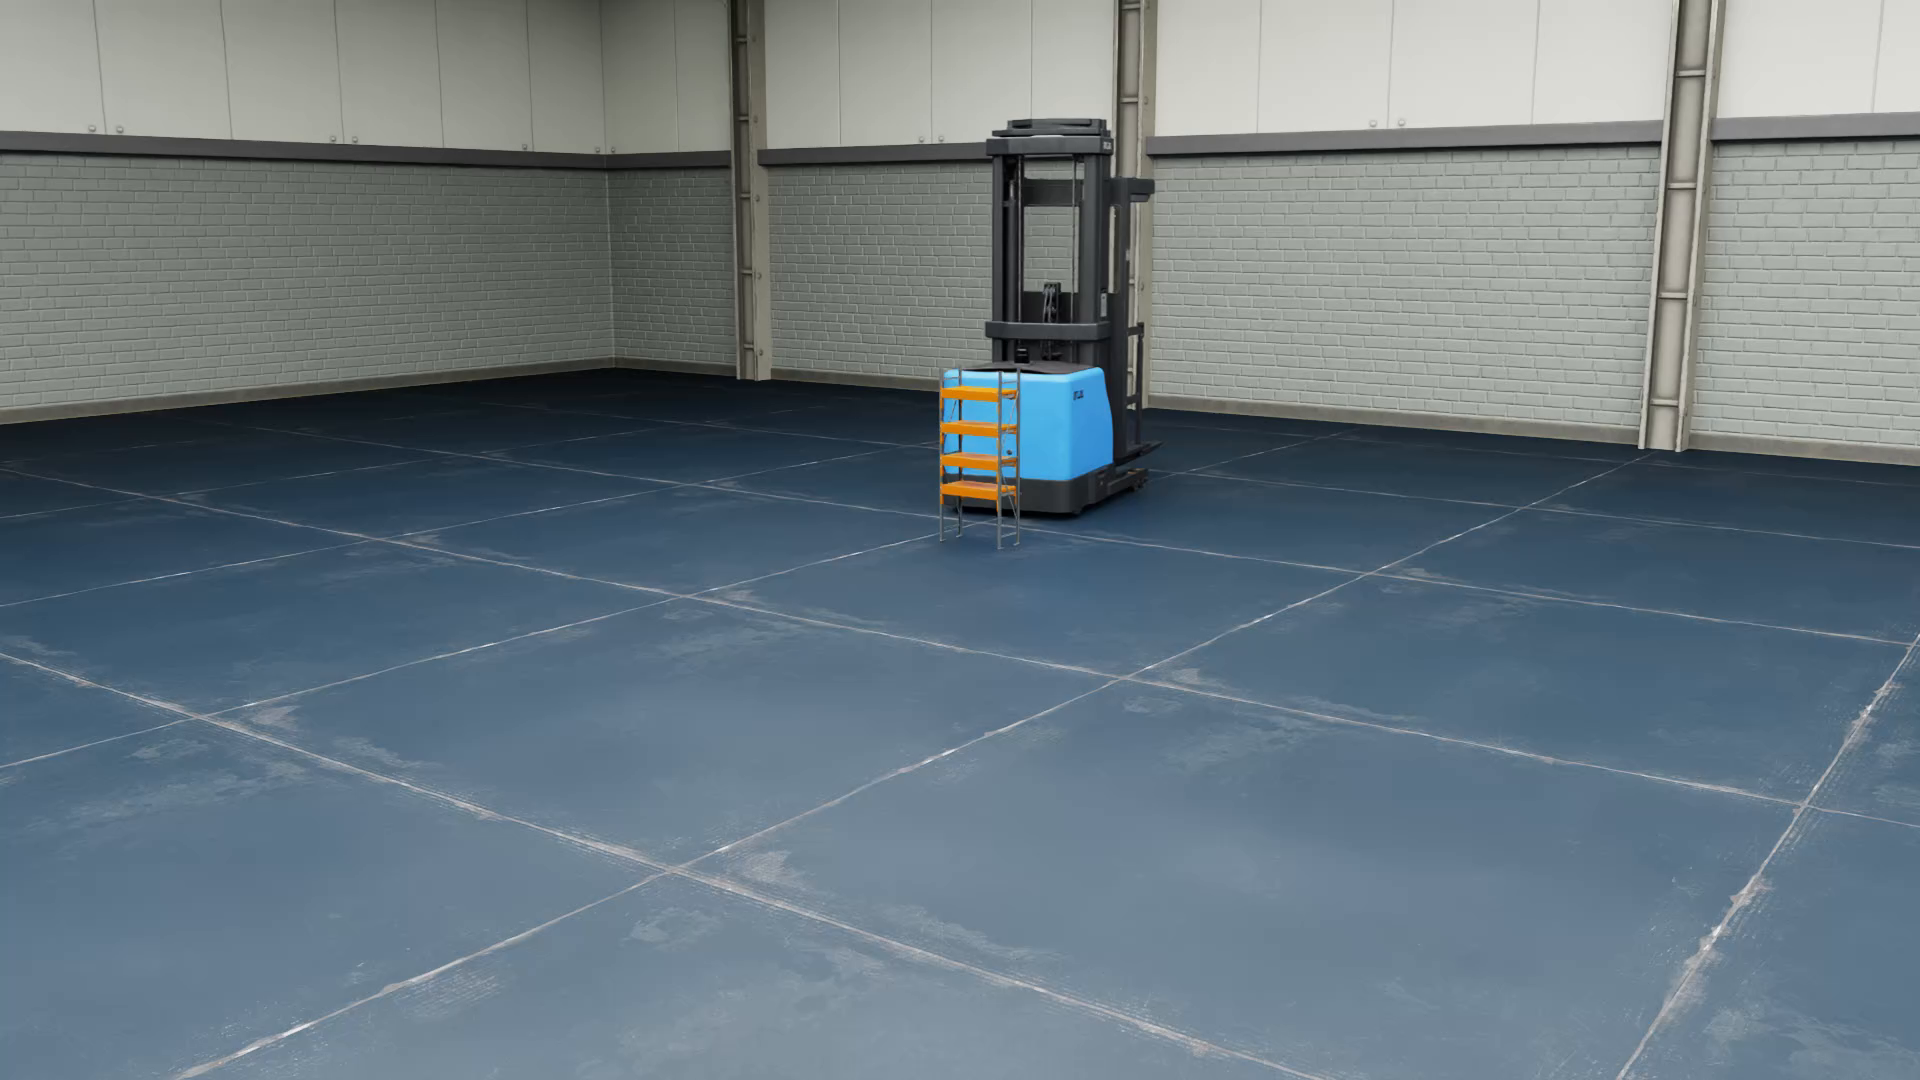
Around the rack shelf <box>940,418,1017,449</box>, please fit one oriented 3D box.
[{"bbox_3d":[0.133,-0.724,11.290,0.480,0.148,0.258,8,13,36],"label":"rack shelf"}]

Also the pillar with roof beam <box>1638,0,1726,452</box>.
[{"bbox_3d":[4.269,-4.647,11.858,0.400,9.000,9.100,8,13,36],"label":"pillar with roof beam"}]

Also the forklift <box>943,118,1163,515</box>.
[{"bbox_3d":[0.909,-1.862,13.438,1.130,2.935,3.031,5,12,23],"label":"forklift"}]

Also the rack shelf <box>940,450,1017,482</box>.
[{"bbox_3d":[0.133,-0.504,11.332,0.480,0.148,0.258,8,13,36],"label":"rack shelf"}]

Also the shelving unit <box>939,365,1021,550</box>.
[{"bbox_3d":[0.133,-0.570,11.320,0.503,1.200,0.258,8,13,36],"label":"shelving unit"}]

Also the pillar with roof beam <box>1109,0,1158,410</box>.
[{"bbox_3d":[-0.567,-5.322,15.345,0.400,9.000,9.100,8,13,36],"label":"pillar with roof beam"}]

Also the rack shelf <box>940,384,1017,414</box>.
[{"bbox_3d":[0.133,-0.956,11.245,0.480,0.148,0.258,8,13,36],"label":"rack shelf"}]

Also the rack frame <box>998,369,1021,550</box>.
[{"bbox_3d":[0.330,-0.543,11.178,0.015,1.200,0.240,8,13,36],"label":"rack frame"}]

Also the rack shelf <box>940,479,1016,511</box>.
[{"bbox_3d":[0.133,-0.309,11.370,0.480,0.148,0.258,8,13,36],"label":"rack shelf"}]

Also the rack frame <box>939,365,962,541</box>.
[{"bbox_3d":[-0.063,-0.598,11.461,0.015,1.200,0.240,8,13,36],"label":"rack frame"}]

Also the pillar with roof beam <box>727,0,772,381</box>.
[{"bbox_3d":[-5.403,-5.996,18.832,0.400,9.000,9.100,8,13,36],"label":"pillar with roof beam"}]
